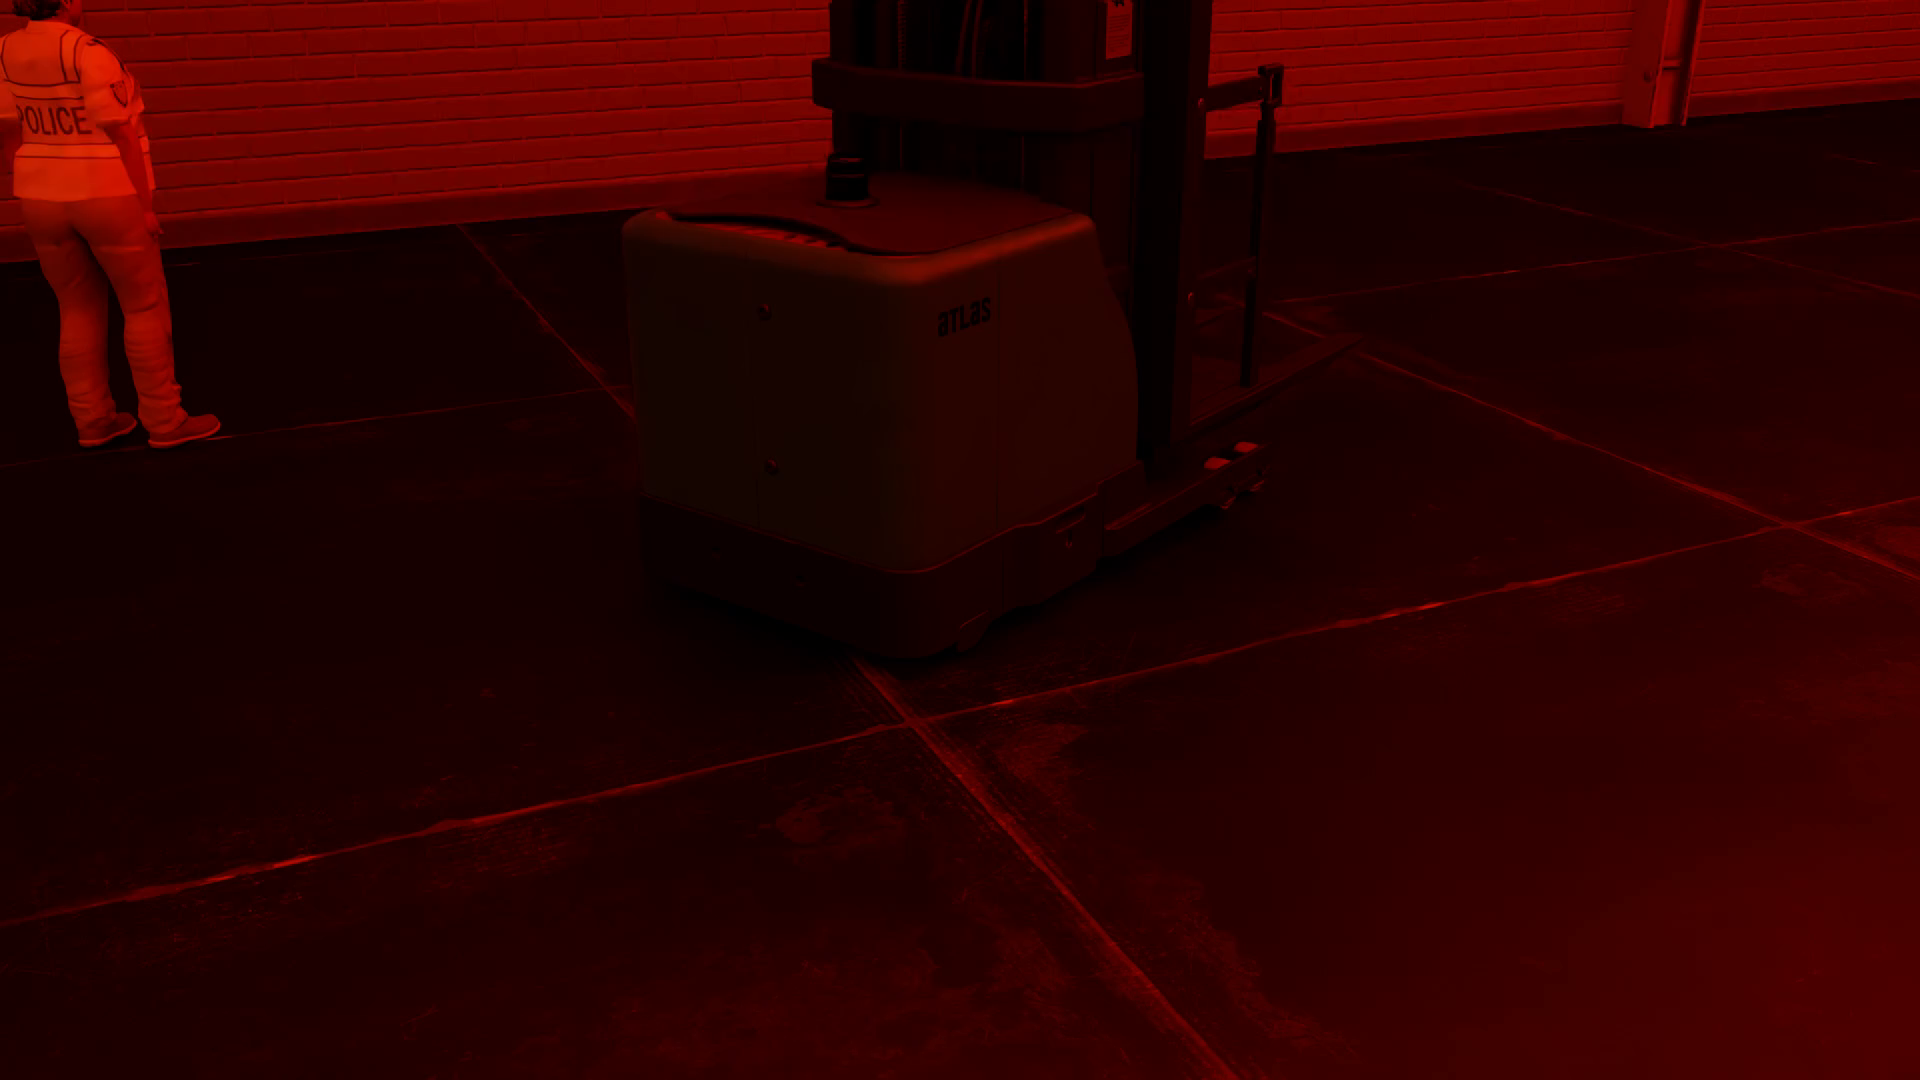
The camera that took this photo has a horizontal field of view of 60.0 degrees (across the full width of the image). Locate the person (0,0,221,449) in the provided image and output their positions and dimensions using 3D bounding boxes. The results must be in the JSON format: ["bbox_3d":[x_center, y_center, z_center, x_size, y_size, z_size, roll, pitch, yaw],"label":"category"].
[{"bbox_3d":[-2.946,-1.130,5.663,0.481,1.669,0.391,3,23,7],"label":"person"}]

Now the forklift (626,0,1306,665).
[{"bbox_3d":[0.307,-1.561,5.045,1.130,2.935,3.031,13,26,28],"label":"forklift"}]
